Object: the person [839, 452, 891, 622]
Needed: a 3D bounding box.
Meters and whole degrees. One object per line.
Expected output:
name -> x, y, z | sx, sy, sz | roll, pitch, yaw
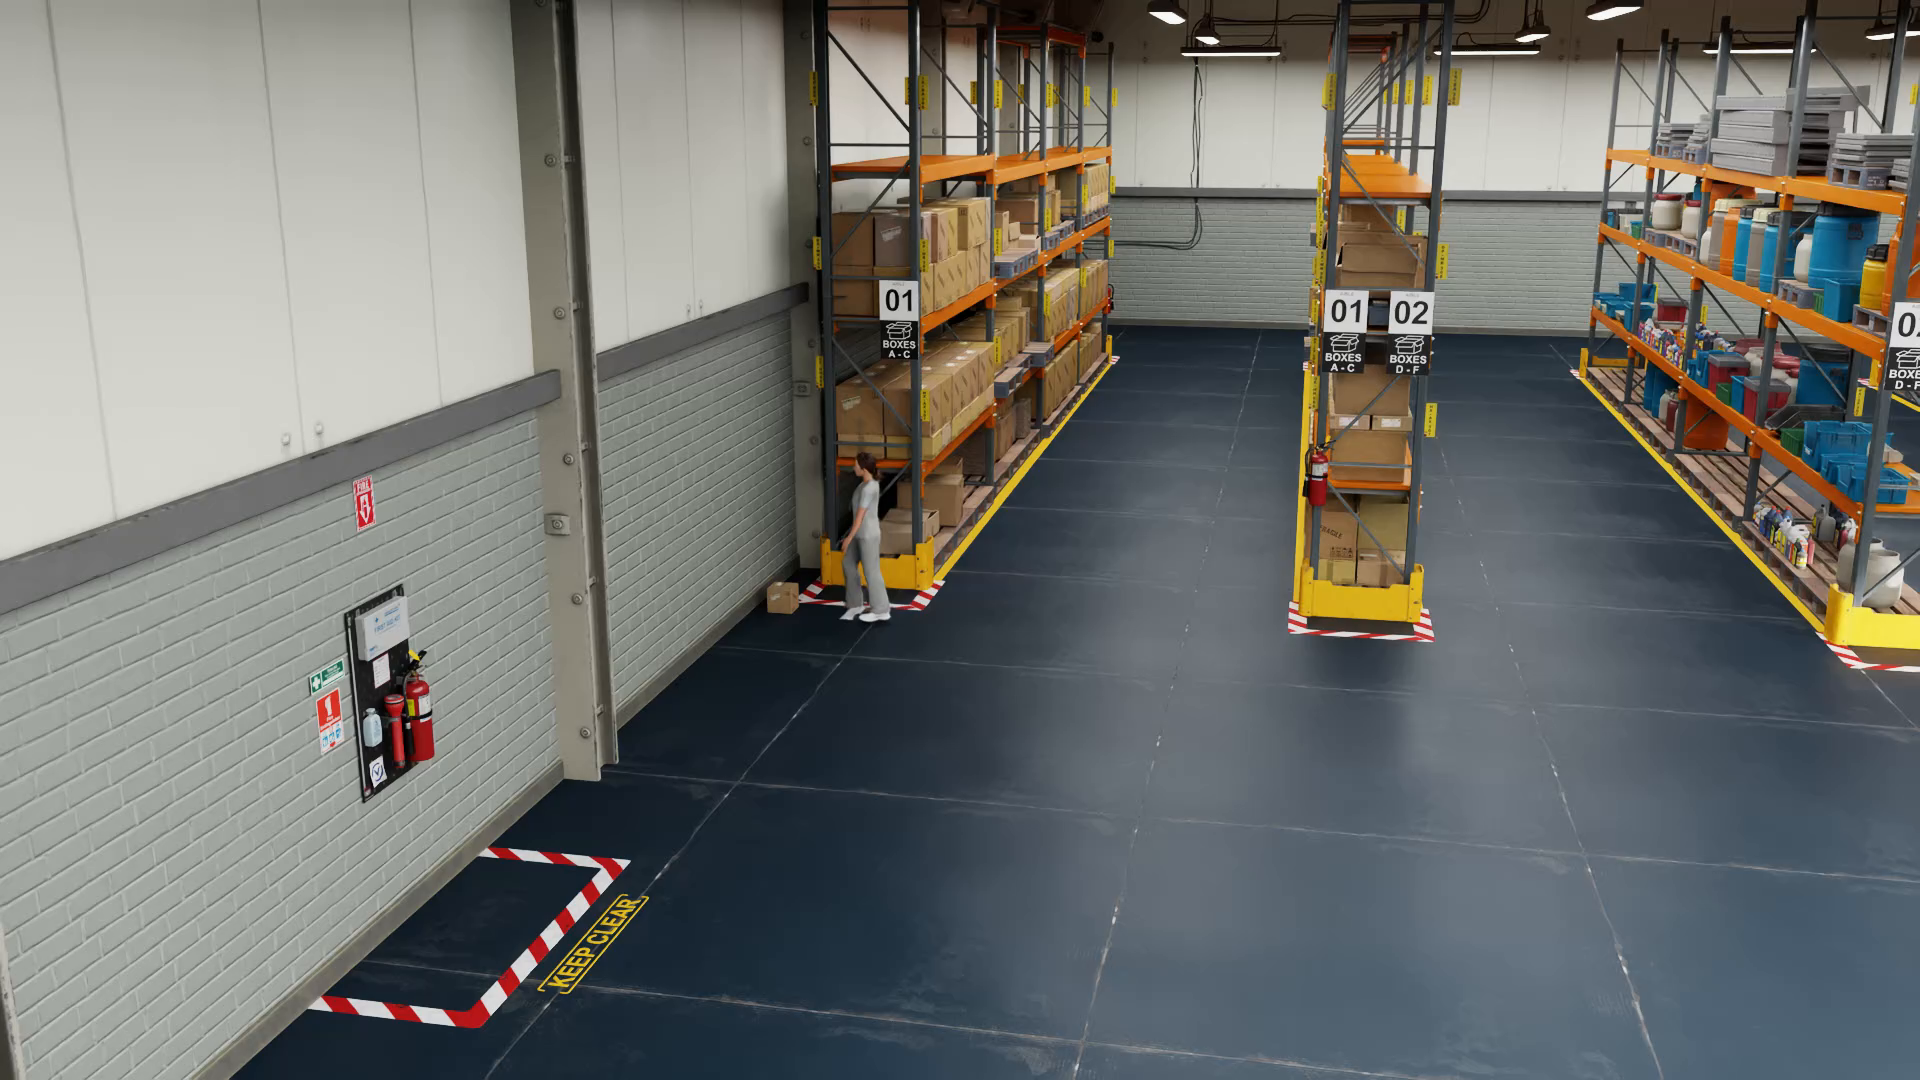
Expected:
person -> -0.936, 0.000, 16.067 | 0.513, 1.736, 0.460 | -1, 15, -4
